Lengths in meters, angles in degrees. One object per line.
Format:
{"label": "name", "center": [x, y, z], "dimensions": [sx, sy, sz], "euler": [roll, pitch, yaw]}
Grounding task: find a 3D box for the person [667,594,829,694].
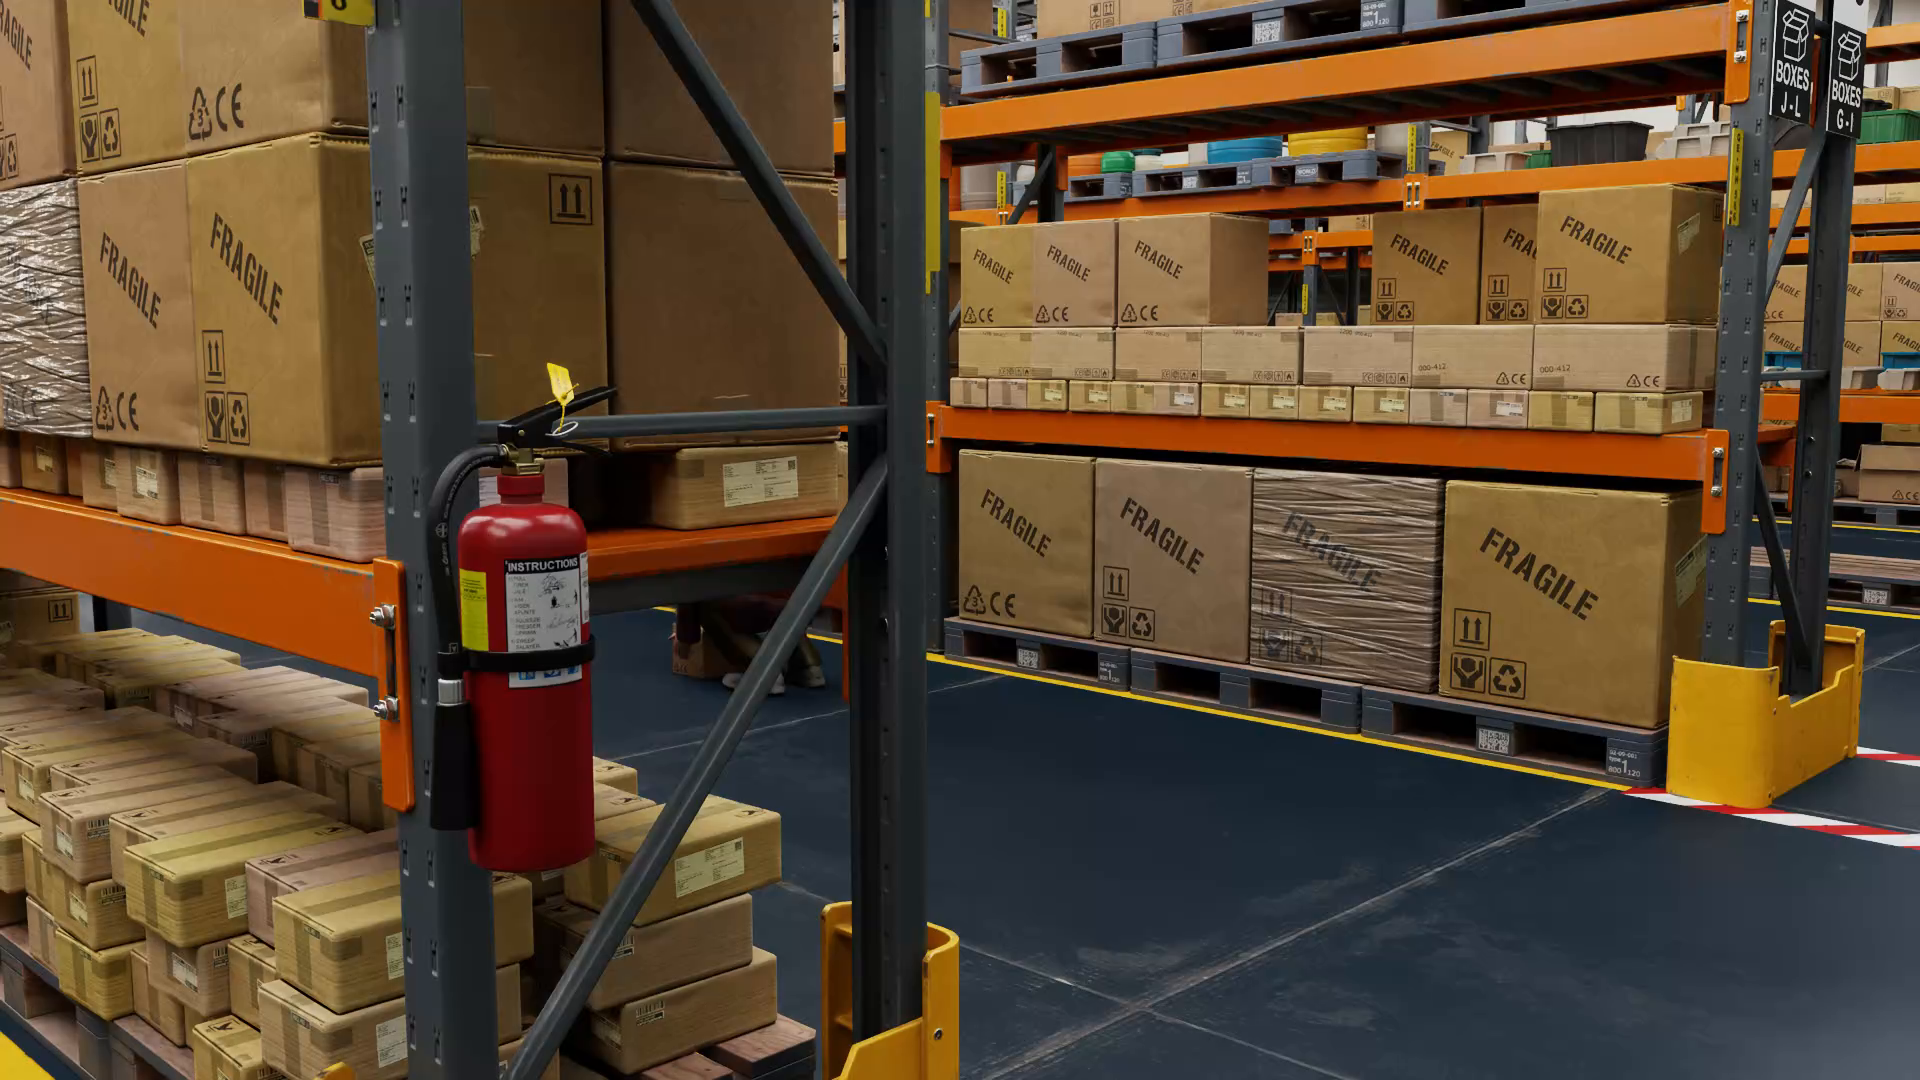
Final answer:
{"label": "person", "center": [-0.985, 0.223, 7.936], "dimensions": [0.907, 0.947, 0.610], "euler": [7, 9, 43]}
